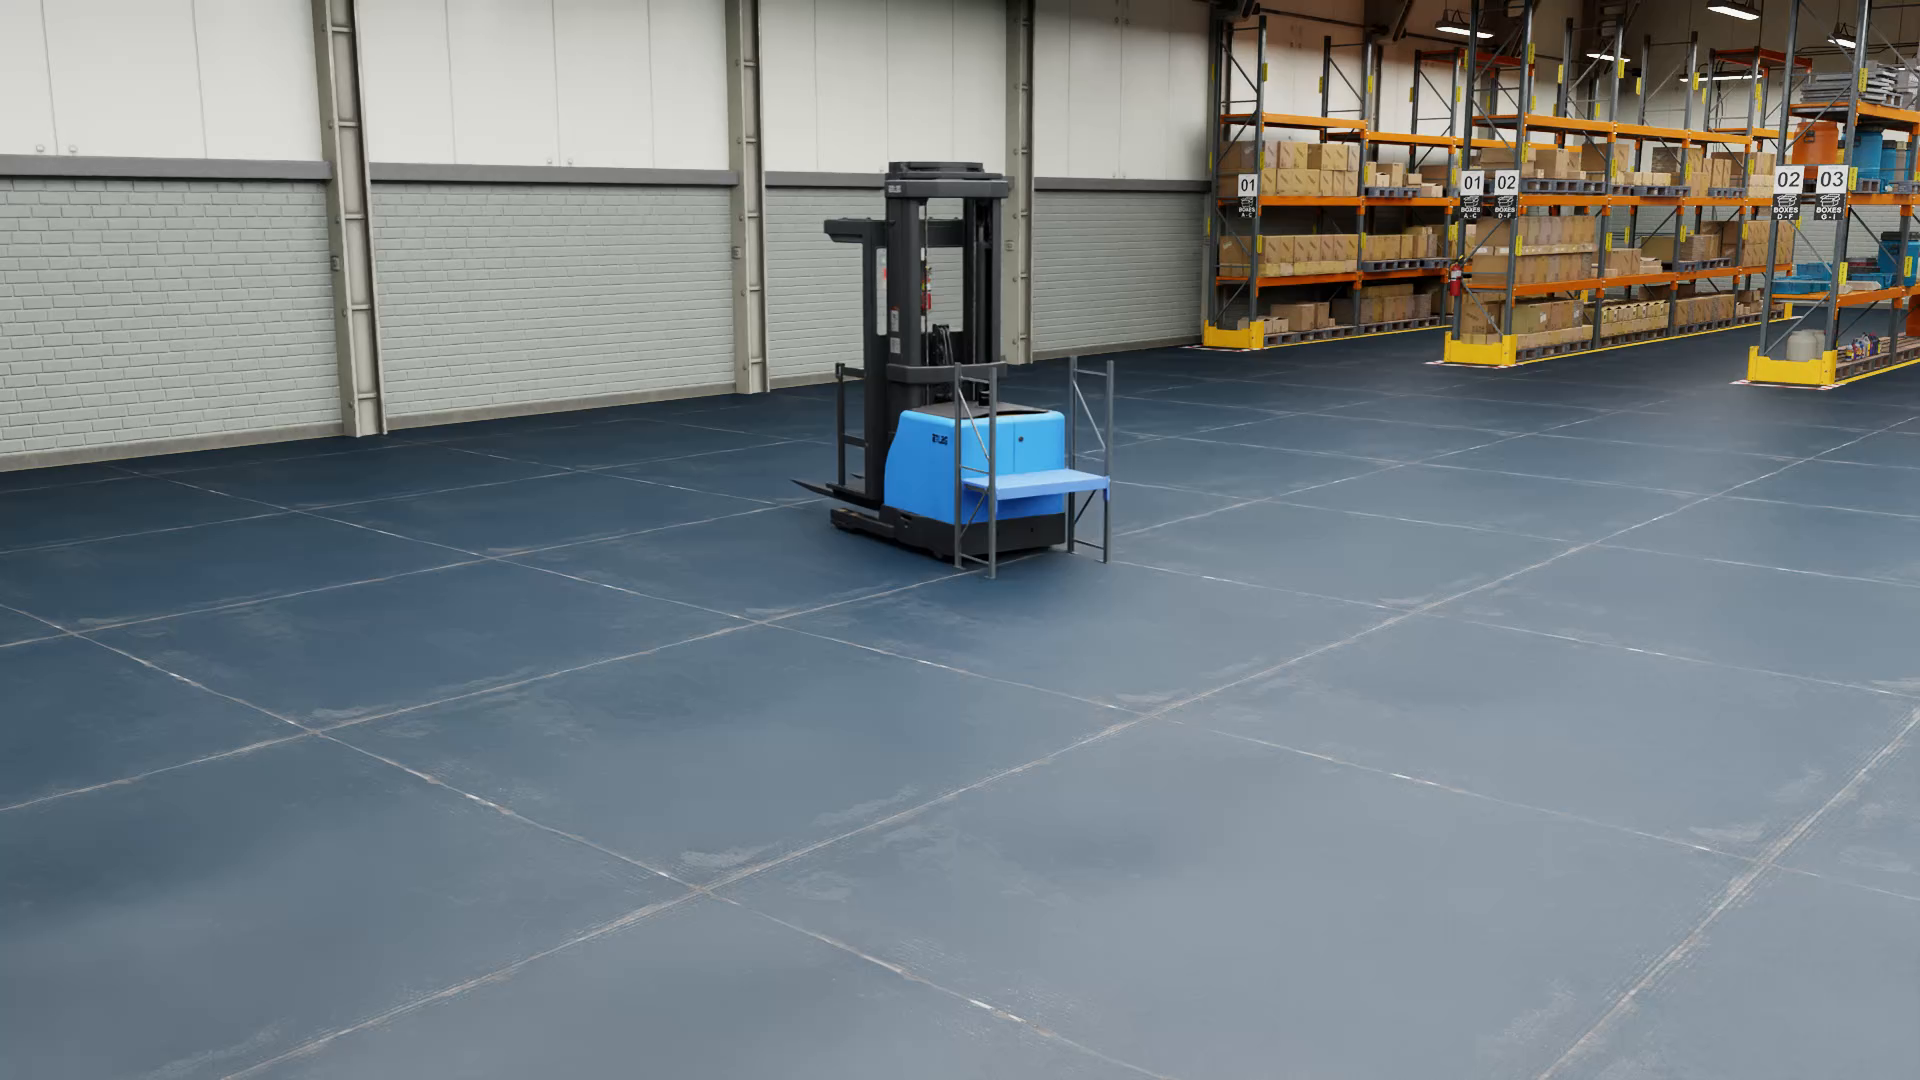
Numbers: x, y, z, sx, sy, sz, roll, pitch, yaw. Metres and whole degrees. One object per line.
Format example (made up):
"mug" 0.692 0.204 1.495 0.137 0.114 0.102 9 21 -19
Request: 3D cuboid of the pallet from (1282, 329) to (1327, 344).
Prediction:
"pallet" 6.558 -4.073 33.067 1.003 0.211 1.213 10 15 40

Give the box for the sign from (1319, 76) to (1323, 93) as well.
"sign" 7.359 -9.273 33.874 0.100 0.325 0.005 10 15 40

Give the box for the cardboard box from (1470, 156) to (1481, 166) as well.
"cardboard box" 12.028 -8.809 38.707 0.500 0.250 0.500 9 15 39

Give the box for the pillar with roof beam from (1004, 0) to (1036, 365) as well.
"pillar with roof beam" 4.225 -6.853 24.549 9.100 9.000 0.400 10 15 40

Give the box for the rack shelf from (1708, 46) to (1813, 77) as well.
"rack shelf" 18.104 -10.775 37.534 1.077 0.370 4.000 10 15 40

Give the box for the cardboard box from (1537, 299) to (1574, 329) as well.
"cardboard box" 10.695 -4.067 29.950 0.500 0.500 0.500 10 15 40

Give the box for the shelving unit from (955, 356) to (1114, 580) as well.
"shelving unit" 0.537 -0.547 12.123 1.048 1.500 0.538 -7 13 -31

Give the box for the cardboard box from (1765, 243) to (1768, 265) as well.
"cardboard box" 18.328 -6.574 38.214 0.500 0.500 0.500 9 15 40

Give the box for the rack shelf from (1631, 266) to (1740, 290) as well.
"rack shelf" 15.464 -5.615 35.500 1.077 0.370 4.000 10 15 40

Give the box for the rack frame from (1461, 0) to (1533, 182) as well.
"rack frame" 8.863 -7.438 27.476 1.000 3.000 0.127 10 15 40

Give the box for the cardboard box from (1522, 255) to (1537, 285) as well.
"cardboard box" 9.524 -4.690 28.779 0.700 0.500 0.500 10 15 42

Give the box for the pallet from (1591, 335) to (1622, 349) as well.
"pallet" 11.960 -3.831 31.851 1.003 0.211 1.213 10 15 40

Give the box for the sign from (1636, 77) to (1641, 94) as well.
"sign" 13.730 -9.181 33.614 0.100 0.325 0.005 10 15 40

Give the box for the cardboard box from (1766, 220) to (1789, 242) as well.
"cardboard box" 19.005 -7.214 38.863 0.500 0.500 0.500 10 15 42

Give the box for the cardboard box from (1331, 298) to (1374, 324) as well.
"cardboard box" 8.253 -4.825 34.969 0.700 0.500 0.500 10 15 42

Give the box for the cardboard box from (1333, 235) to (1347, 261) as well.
"cardboard box" 7.375 -5.845 33.233 0.500 0.500 0.500 10 15 40

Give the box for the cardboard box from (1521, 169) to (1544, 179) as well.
"cardboard box" 9.772 -6.269 28.492 0.380 0.149 0.250 10 15 40

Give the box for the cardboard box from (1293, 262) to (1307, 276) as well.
"cardboard box" 6.373 -5.255 32.197 0.500 0.250 0.500 9 15 39

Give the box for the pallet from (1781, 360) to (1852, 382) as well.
"pallet" 13.136 -2.624 25.809 1.003 0.211 1.213 10 15 40

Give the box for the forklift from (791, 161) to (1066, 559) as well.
"forklift" -0.406 -1.541 13.442 1.130 2.935 3.031 -7 13 -32

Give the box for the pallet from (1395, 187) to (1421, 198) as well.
"pallet" 8.950 -7.333 35.090 1.213 0.211 1.003 10 15 40

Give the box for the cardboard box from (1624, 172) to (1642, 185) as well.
"cardboard box" 12.812 -6.961 32.058 0.500 0.250 0.500 8 14 36

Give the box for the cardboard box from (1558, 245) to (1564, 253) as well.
"cardboard box" 10.472 -5.158 29.466 0.380 0.149 0.250 10 15 42

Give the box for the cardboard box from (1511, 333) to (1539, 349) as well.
"cardboard box" 9.711 -3.478 28.913 0.500 0.250 0.500 10 15 40

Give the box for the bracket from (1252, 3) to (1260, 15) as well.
"bracket" 5.492 -10.073 31.479 0.235 0.232 0.430 10 15 40

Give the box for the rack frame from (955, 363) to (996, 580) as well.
"rack frame" 0.106 -0.495 11.858 0.032 1.500 0.500 -7 13 -31

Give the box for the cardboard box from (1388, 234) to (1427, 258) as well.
"cardboard box" 9.769 -6.422 36.326 0.700 0.500 0.500 8 14 35

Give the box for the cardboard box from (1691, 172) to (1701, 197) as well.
"cardboard box" 14.743 -7.337 34.372 0.910 0.500 0.500 10 15 40

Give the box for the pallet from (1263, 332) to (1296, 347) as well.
"pallet" 5.752 -3.895 32.172 1.003 0.211 1.213 10 15 40

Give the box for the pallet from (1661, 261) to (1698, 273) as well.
"pallet" 14.539 -5.688 34.520 1.213 0.211 1.003 10 15 40

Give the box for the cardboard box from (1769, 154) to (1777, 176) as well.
"cardboard box" 18.455 -8.633 38.308 0.700 0.500 0.500 10 15 40

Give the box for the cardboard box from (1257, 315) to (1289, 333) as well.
"cardboard box" 6.040 -4.207 32.359 0.500 0.311 0.500 -11 15 -43

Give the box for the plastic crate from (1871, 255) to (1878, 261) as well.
"plastic crate" 16.566 -4.865 29.749 0.402 0.464 0.583 10 15 40

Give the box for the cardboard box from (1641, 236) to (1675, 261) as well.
"cardboard box" 14.475 -6.035 34.442 0.700 0.500 0.500 4 12 21

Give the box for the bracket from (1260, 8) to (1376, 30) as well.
"bracket" 7.193 -10.452 33.377 0.076 0.066 4.783 10 15 40

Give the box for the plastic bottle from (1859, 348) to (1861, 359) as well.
"plastic bottle" 14.370 -3.005 26.618 0.097 0.201 0.097 0 11 0

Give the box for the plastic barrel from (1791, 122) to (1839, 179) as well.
"plastic barrel" 12.807 -5.831 24.917 0.600 0.830 0.708 10 15 40

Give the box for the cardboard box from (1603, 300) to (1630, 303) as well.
"cardboard box" 13.237 -4.688 33.542 0.500 0.311 0.500 9 15 39

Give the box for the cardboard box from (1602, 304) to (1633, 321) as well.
"cardboard box" 12.638 -4.395 32.074 0.500 0.311 0.500 9 14 38

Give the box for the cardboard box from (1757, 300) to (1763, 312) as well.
"cardboard box" 18.601 -5.470 38.835 0.500 0.250 0.500 10 15 40

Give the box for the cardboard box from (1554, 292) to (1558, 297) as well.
"cardboard box" 14.652 -6.207 41.937 0.700 0.500 0.500 9 14 39

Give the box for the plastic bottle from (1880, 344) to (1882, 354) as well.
"plastic bottle" 15.216 -3.193 27.563 0.097 0.201 0.097 0 11 0

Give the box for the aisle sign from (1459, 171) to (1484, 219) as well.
"aisle sign" 8.599 -5.799 27.951 0.394 0.787 0.004 10 15 40

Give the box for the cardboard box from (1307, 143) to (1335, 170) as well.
"cardboard box" 6.962 -7.476 32.464 0.500 0.500 0.500 9 14 38

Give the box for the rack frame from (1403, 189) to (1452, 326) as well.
"rack frame" 10.420 -6.313 37.160 1.000 3.000 0.127 10 15 40

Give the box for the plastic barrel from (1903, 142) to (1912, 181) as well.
"plastic barrel" 16.258 -6.456 28.937 0.600 0.901 0.708 10 15 40

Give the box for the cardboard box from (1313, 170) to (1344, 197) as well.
"cardboard box" 7.289 -7.075 33.012 0.500 0.500 0.500 8 14 36

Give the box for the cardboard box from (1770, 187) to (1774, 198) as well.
"cardboard box" 18.283 -7.919 37.925 0.500 0.250 0.500 10 15 40

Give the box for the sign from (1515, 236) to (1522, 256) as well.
"sign" 9.276 -4.887 27.607 0.100 0.325 0.005 10 15 40

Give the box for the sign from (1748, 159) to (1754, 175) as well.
"sign" 17.204 -8.108 36.163 0.100 0.325 0.005 10 15 40

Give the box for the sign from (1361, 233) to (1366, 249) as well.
"sign" 8.193 -6.080 33.783 0.100 0.325 0.005 10 15 40

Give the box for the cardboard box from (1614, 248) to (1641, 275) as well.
"cardboard box" 13.048 -5.473 32.700 0.500 0.500 0.500 9 14 37

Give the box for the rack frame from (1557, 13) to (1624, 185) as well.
"rack frame" 11.503 -8.026 30.422 1.000 3.000 0.127 10 15 40

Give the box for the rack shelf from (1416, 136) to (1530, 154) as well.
"rack shelf" 11.741 -9.000 38.156 1.077 0.370 4.000 10 15 40

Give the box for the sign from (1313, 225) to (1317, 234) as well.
"sign" 7.361 -6.364 34.457 0.100 0.325 0.005 10 15 40

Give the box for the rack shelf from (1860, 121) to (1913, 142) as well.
"rack shelf" 16.542 -7.131 28.796 1.077 0.370 4.000 10 15 40

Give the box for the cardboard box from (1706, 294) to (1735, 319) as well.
"cardboard box" 16.674 -5.142 36.556 0.500 0.500 0.500 10 15 40

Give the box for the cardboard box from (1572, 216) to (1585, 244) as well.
"cardboard box" 10.883 -5.629 30.169 0.700 0.500 0.500 10 15 40

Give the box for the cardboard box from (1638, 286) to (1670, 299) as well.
"cardboard box" 14.619 -5.208 34.970 0.500 0.250 0.500 11 15 42
